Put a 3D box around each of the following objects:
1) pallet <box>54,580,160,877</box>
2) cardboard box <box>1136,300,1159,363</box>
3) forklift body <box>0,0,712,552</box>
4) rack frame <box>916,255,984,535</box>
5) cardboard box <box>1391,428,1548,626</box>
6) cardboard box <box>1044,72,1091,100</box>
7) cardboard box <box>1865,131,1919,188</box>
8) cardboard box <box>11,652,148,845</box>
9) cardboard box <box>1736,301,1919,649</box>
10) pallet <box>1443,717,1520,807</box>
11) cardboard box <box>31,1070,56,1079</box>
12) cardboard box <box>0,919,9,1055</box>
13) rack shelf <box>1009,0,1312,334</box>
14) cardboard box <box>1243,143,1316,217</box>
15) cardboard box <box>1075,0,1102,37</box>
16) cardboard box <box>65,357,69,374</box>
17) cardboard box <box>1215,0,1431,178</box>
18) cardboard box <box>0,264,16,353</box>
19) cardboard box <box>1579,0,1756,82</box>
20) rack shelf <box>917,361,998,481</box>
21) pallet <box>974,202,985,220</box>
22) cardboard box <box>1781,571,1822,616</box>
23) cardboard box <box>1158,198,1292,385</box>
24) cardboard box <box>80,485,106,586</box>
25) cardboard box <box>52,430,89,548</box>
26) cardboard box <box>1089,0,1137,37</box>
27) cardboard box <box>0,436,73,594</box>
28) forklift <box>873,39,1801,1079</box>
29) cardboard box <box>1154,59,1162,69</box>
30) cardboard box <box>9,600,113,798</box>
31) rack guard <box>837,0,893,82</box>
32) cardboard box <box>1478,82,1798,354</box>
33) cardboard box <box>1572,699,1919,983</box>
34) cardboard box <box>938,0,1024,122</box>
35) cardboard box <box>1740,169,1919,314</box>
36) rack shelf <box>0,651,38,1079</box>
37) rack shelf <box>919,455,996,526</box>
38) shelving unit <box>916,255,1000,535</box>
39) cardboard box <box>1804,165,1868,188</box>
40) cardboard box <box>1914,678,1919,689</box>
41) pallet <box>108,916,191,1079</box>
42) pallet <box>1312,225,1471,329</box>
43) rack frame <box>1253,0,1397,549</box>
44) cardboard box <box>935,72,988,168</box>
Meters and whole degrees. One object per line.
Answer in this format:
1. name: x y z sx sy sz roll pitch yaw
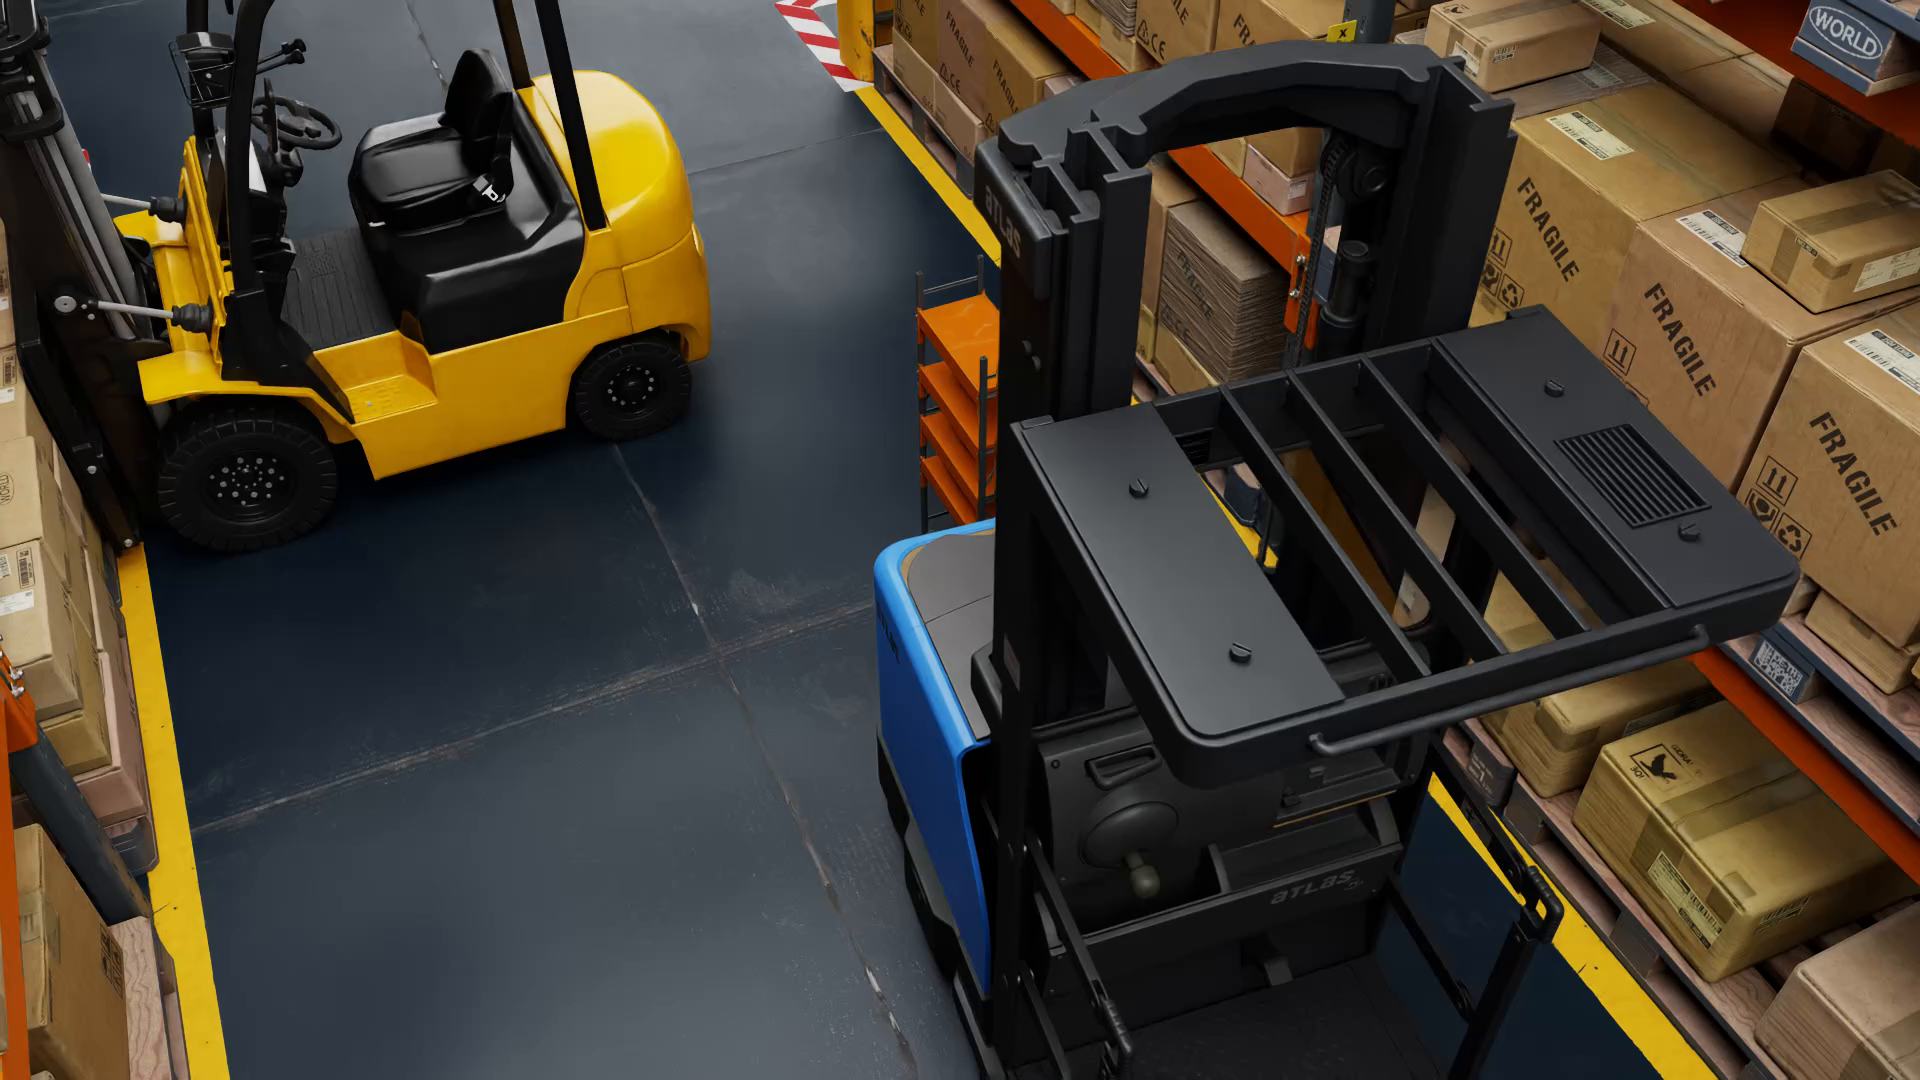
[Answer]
1. pallet: -3.207 0.718 5.371 1.003 0.211 1.213 -18 47 -17
2. cardboard box: 0.866 -1.028 6.815 0.500 0.250 0.500 -19 48 -18
3. forklift body: -2.140 -1.332 6.069 2.313 2.155 1.214 -18 47 -17
4. rack frame: -0.033 -0.477 5.879 0.240 1.200 0.015 -18 47 -17
5. cardboard box: 1.814 -0.104 5.791 0.950 0.372 0.625 -17 47 -17
6. cardboard box: 0.668 -1.607 6.868 0.500 0.500 0.500 -16 47 -15
7. cardboard box: 2.428 -0.914 3.997 0.380 0.149 0.250 -20 48 -19
8. cardboard box: -2.814 0.668 5.096 0.500 0.250 0.500 -18 47 -17
9. cardboard box: 2.161 -0.168 3.703 0.500 0.500 0.500 -20 48 -19
10. pallet: 1.920 0.265 5.831 1.003 0.211 1.213 -18 47 -17
11. cardboard box: -2.362 1.767 3.715 0.875 0.625 0.625 -18 48 -18
12. cardboard box: -2.245 0.861 3.348 0.500 0.250 0.500 -18 47 -18
13. rack shelf: 0.750 -2.242 6.898 1.077 0.370 4.000 -18 47 -17
14. cardboard box: 1.180 -1.249 5.559 0.380 0.149 0.250 -18 48 -18
15. cardboard box: 0.669 -2.067 6.388 0.380 0.149 0.250 -19 48 -18
16. cardboard box: -3.667 -0.789 6.217 0.500 0.250 0.500 -19 48 -18
17. cardboard box: 1.179 -1.574 5.427 0.500 0.500 0.500 -19 48 -18
18. cardboard box: -3.469 -0.662 5.732 0.500 0.250 0.500 -19 48 -18
19. cardboard box: 1.994 -1.287 4.837 0.500 0.500 0.500 -19 48 -18
20. rack shelf: 0.070 -0.433 5.612 0.258 0.148 0.480 -18 47 -17
21. pallet: 0.760 -1.427 7.546 1.003 0.211 1.213 -18 47 -17
22. cardboard box: 2.060 0.001 3.993 0.380 0.149 0.250 -16 47 -16
23. cardboard box: 1.099 -0.959 6.211 0.500 0.500 0.500 -19 48 -18
24. cardboard box: -3.271 0.026 5.746 0.500 0.250 0.500 -17 47 -17
25. cardboard box: -3.249 -0.147 5.566 0.500 0.250 0.500 -18 48 -18
26. cardboard box: 0.734 -2.230 6.091 0.500 0.500 0.500 -17 47 -16
27. cardboard box: -3.035 -0.011 5.073 0.500 0.250 0.500 -18 47 -17
28. forklift: 0.698 0.607 3.548 1.130 2.935 3.031 -14 46 -13
29. cardboard box: 0.938 -1.757 6.074 0.380 0.149 0.250 -19 48 -18
30. cardboard box: -2.834 0.497 4.913 0.500 0.250 0.500 -18 47 -18
31. rack guard: -0.059 -2.834 8.766 1.175 0.500 0.348 -18 47 -17
32. cardboard box: 1.739 -0.812 4.355 0.500 0.500 0.500 -18 47 -17
33. cardboard box: 2.413 0.796 4.880 0.950 0.372 0.625 -17 47 -16
34. cardboard box: 0.232 -2.267 7.537 0.500 0.500 0.500 -20 48 -19
35. cardboard box: 2.018 -0.679 3.759 0.380 0.149 0.250 -16 47 -15
36. rack shelf: -2.070 1.776 2.827 1.077 0.370 4.000 -18 47 -17
37. rack shelf: 0.070 -0.132 5.908 0.258 0.148 0.480 -18 47 -17
38. shelving unit: 0.070 -0.322 5.722 0.258 1.200 0.503 -18 47 -17
39. cardboard box: 2.415 -0.641 4.182 0.500 0.500 0.500 -17 47 -16
40. cardboard box: 2.379 0.298 3.692 0.380 0.149 0.250 -18 47 -17
41. pallet: -2.566 1.696 4.381 1.003 0.211 1.213 -18 47 -17
42. pallet: 1.781 -0.625 4.884 1.003 0.211 1.213 -18 47 -17
43. rack frame: 1.591 -1.223 5.354 1.000 3.000 0.127 -18 47 -17
44. cardboard box: 0.205 -2.020 7.820 0.500 0.250 0.500 -16 47 -16
